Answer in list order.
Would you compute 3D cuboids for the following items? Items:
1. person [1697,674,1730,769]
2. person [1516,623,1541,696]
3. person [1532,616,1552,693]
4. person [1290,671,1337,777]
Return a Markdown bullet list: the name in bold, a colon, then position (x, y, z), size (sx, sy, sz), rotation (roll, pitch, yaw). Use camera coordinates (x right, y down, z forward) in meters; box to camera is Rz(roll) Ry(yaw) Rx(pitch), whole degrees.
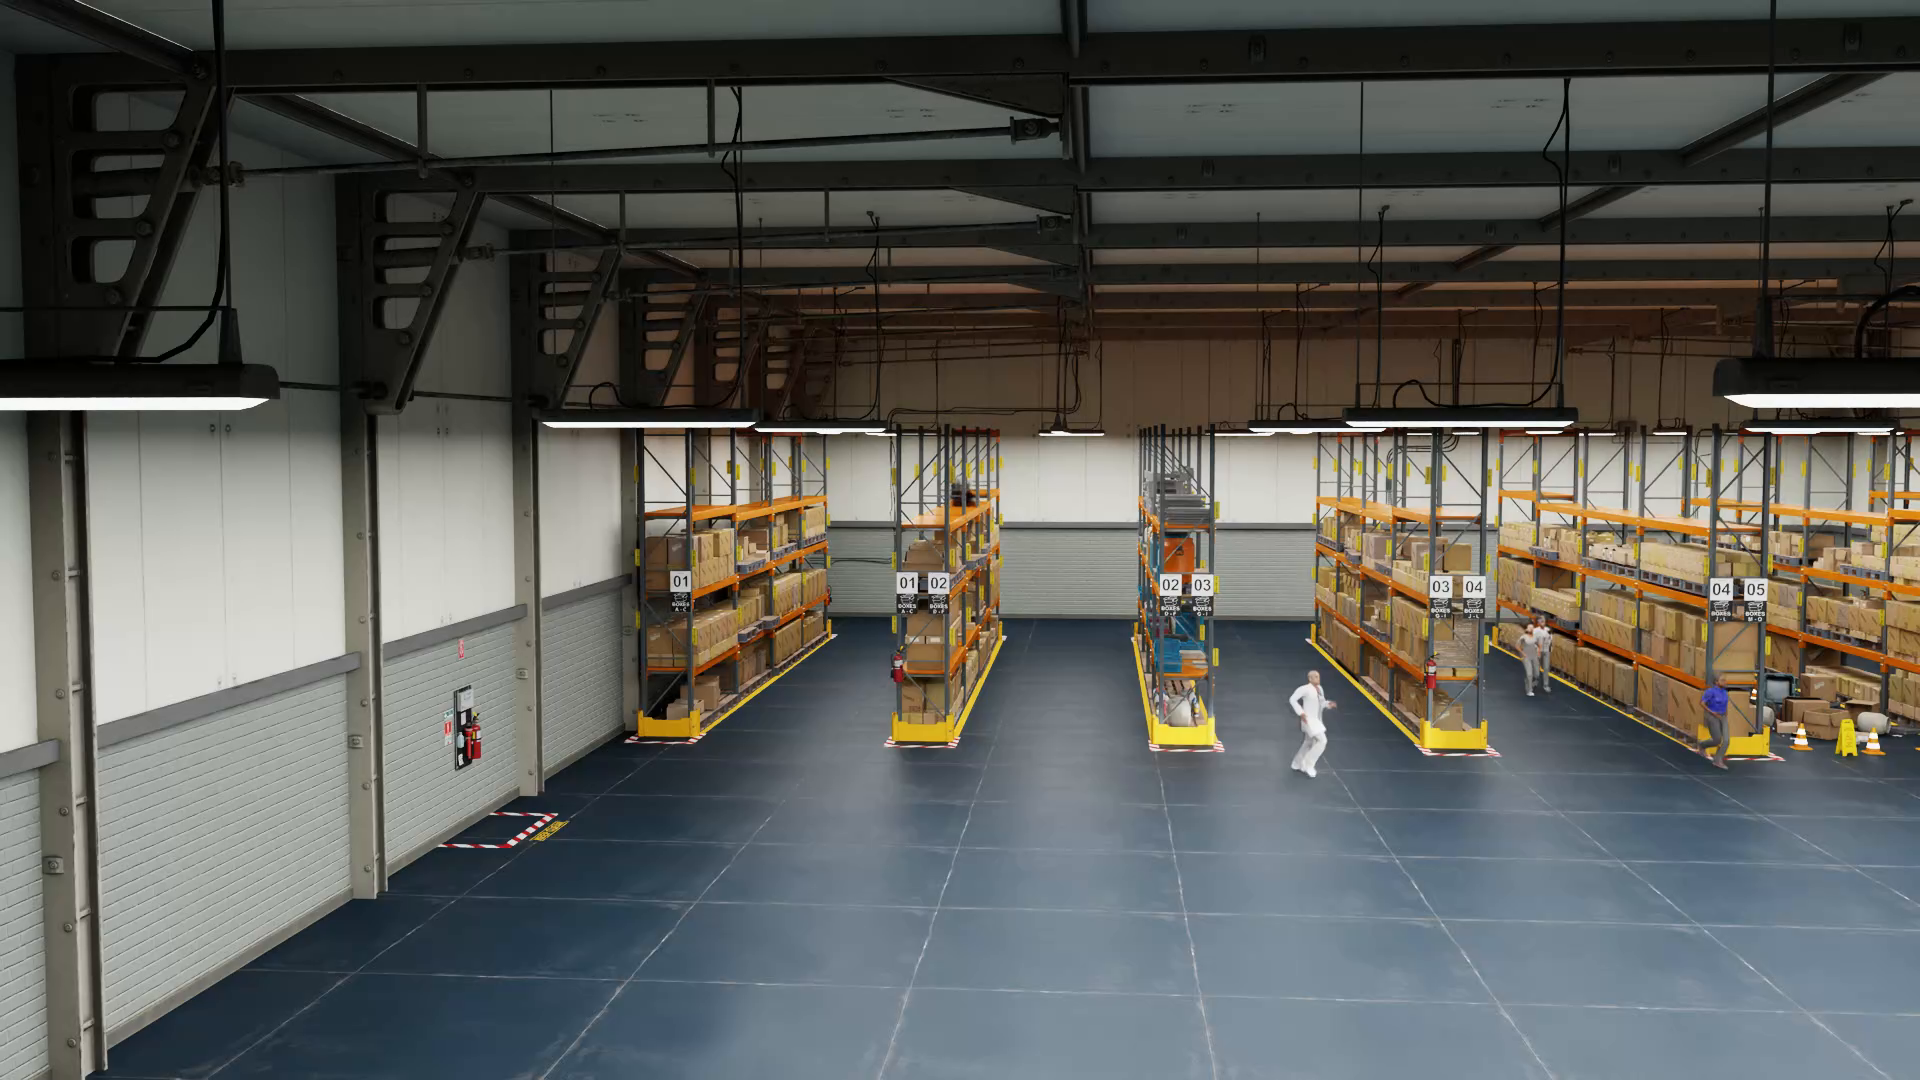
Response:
- **person**: position (13.232, 3.156, 29.134), size (0.619, 1.635, 0.619), rotation (-1, 4, -20)
- **person**: position (12.700, 2.650, 37.123), size (0.563, 1.619, 0.609), rotation (0, 3, 1)
- **person**: position (13.210, 2.558, 37.808), size (0.617, 1.702, 0.937), rotation (0, 3, 3)
- **person**: position (6.031, 3.128, 28.341), size (0.783, 1.818, 0.670), rotation (3, 4, 38)
